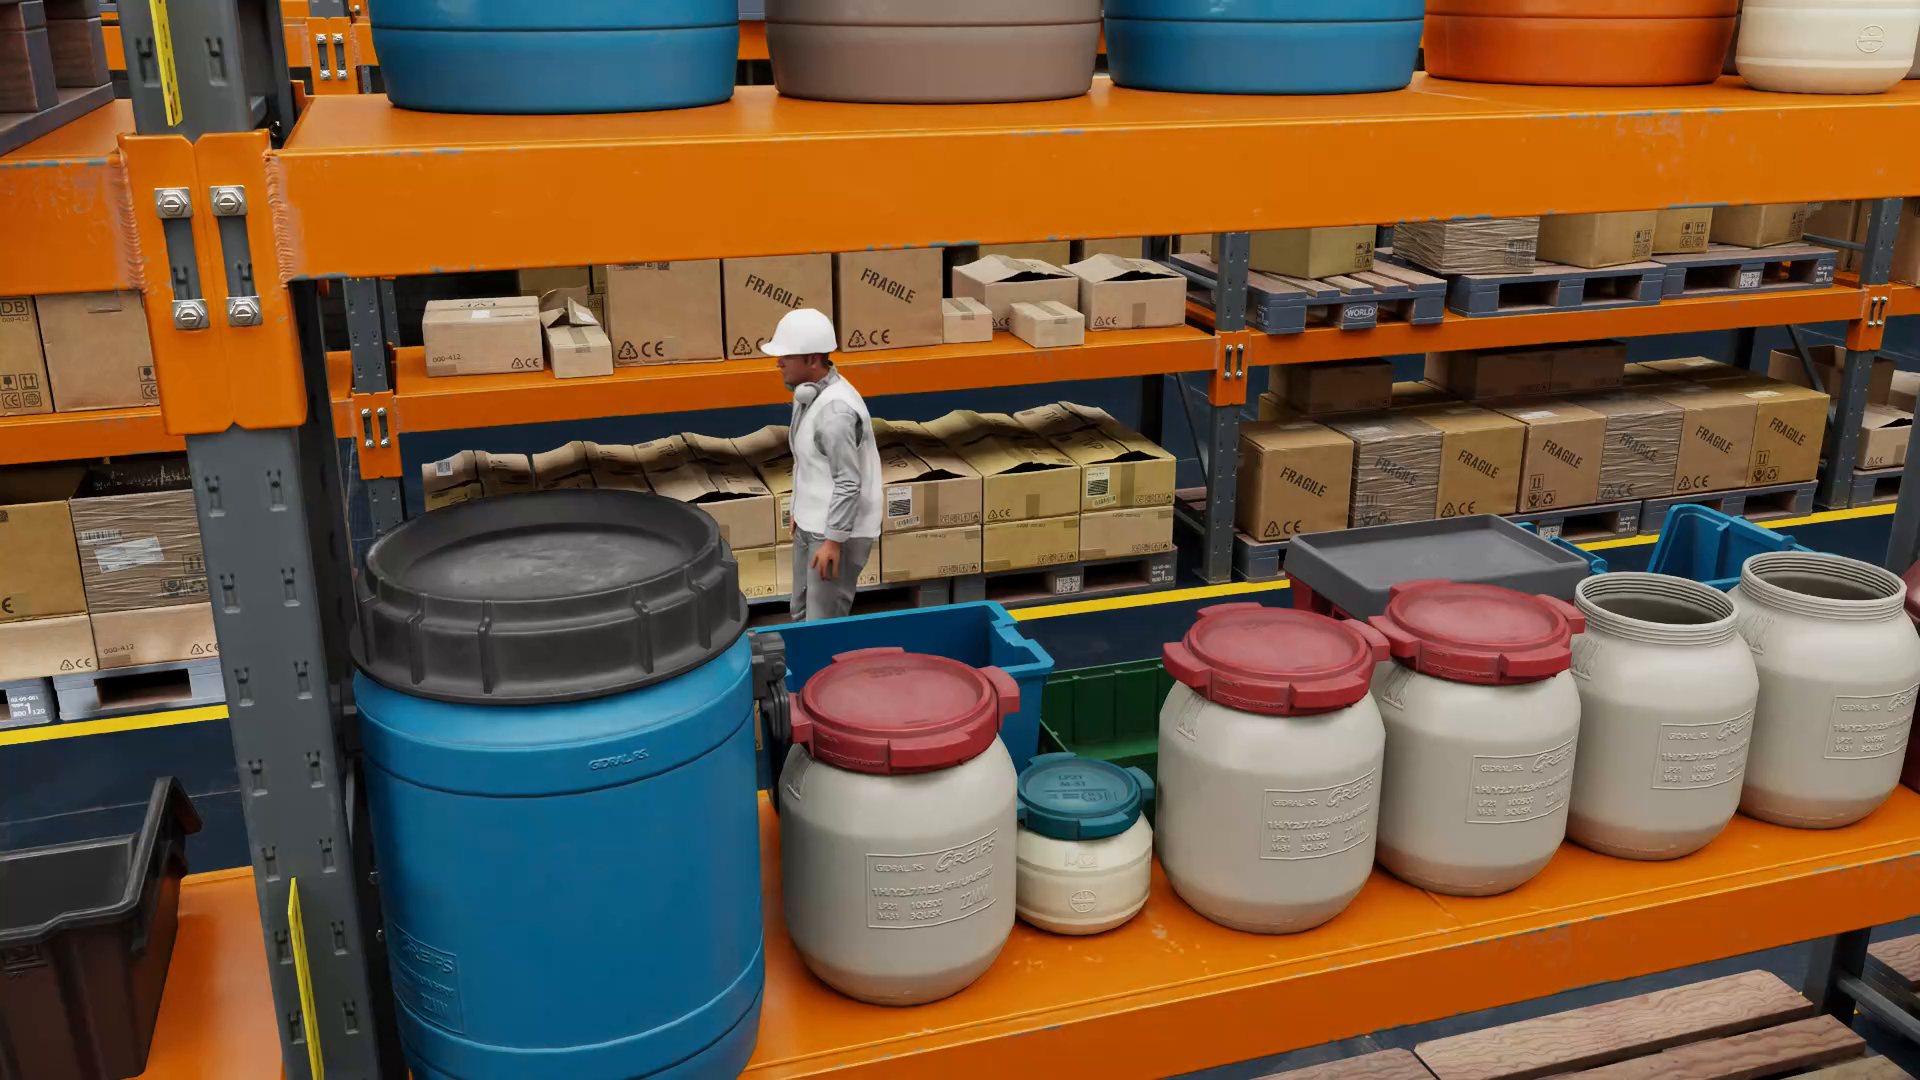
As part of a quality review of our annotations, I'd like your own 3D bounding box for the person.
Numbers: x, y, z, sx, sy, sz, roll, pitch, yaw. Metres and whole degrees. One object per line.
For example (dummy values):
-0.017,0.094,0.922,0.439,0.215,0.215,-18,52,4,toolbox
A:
-0.546,-0.058,6.692,0.460,1.772,0.581,-6,20,-17,person
